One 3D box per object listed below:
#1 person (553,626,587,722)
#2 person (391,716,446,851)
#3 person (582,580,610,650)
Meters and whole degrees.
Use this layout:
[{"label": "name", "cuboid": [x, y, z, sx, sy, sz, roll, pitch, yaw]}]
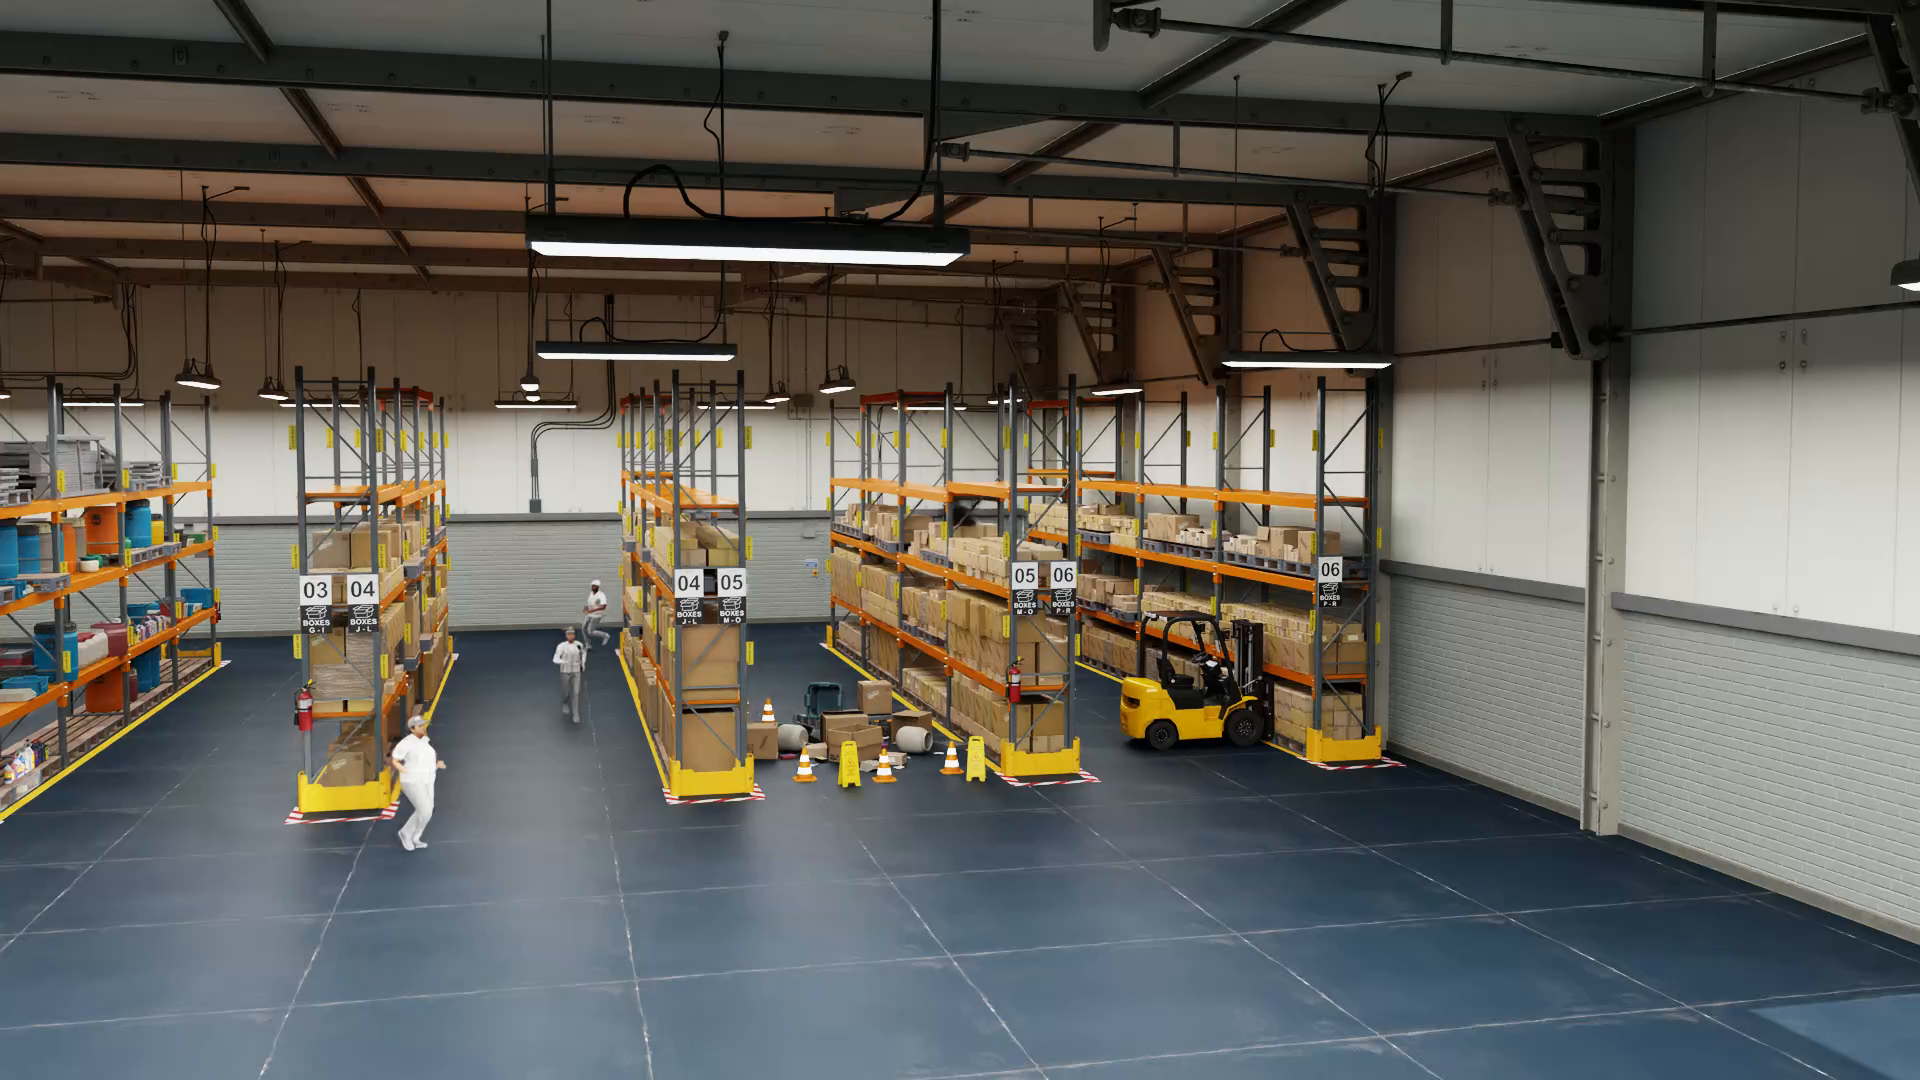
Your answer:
[{"label": "person", "cuboid": [-6.908, 2.359, 29.564, 0.617, 1.667, 0.958, -1, 4, -23]}, {"label": "person", "cuboid": [-6.587, 2.981, 20.367, 0.517, 1.650, 0.591, 1, 4, 19]}, {"label": "person", "cuboid": [-8.722, 1.792, 39.869, 0.660, 1.693, 0.720, -2, 4, -36]}]
